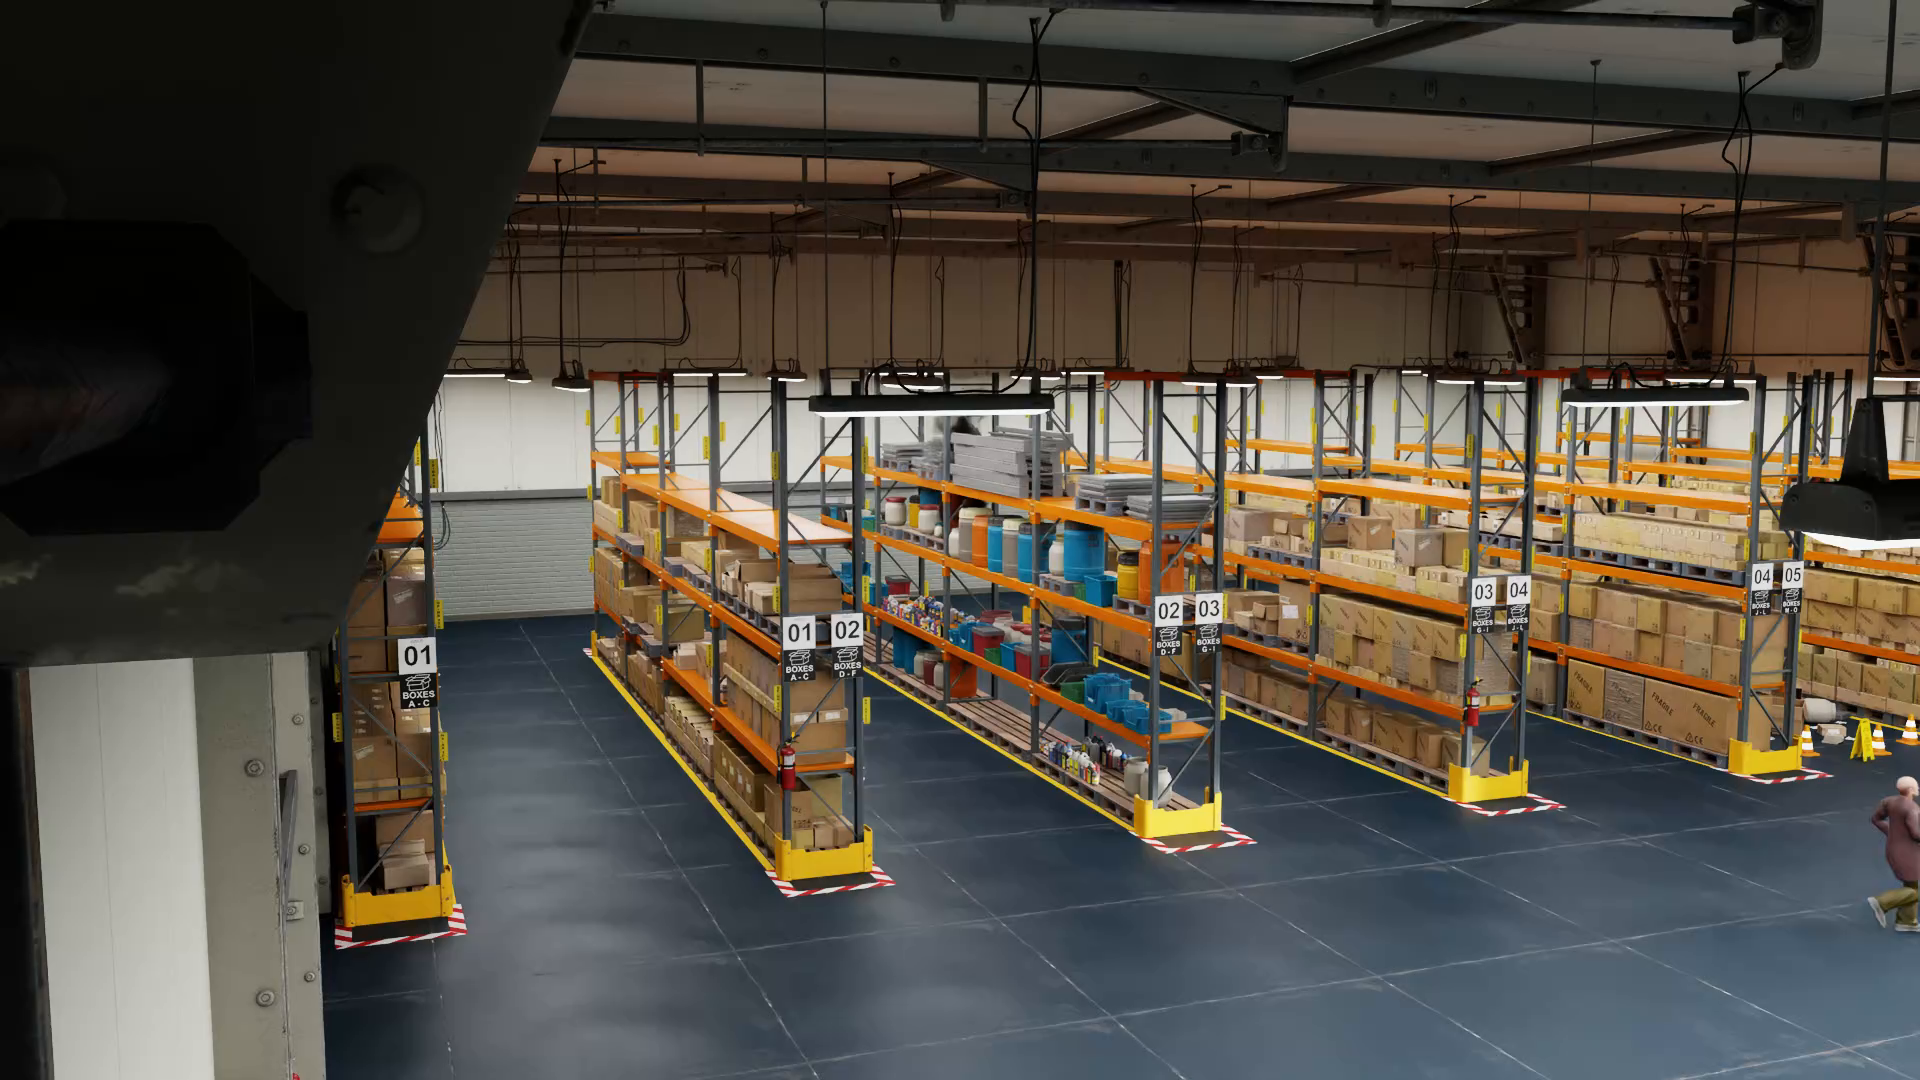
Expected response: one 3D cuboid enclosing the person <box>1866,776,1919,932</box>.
[{"bbox_3d":[10.284,3.438,18.190,0.757,1.737,0.709,0,6,-2],"label":"person"}]
